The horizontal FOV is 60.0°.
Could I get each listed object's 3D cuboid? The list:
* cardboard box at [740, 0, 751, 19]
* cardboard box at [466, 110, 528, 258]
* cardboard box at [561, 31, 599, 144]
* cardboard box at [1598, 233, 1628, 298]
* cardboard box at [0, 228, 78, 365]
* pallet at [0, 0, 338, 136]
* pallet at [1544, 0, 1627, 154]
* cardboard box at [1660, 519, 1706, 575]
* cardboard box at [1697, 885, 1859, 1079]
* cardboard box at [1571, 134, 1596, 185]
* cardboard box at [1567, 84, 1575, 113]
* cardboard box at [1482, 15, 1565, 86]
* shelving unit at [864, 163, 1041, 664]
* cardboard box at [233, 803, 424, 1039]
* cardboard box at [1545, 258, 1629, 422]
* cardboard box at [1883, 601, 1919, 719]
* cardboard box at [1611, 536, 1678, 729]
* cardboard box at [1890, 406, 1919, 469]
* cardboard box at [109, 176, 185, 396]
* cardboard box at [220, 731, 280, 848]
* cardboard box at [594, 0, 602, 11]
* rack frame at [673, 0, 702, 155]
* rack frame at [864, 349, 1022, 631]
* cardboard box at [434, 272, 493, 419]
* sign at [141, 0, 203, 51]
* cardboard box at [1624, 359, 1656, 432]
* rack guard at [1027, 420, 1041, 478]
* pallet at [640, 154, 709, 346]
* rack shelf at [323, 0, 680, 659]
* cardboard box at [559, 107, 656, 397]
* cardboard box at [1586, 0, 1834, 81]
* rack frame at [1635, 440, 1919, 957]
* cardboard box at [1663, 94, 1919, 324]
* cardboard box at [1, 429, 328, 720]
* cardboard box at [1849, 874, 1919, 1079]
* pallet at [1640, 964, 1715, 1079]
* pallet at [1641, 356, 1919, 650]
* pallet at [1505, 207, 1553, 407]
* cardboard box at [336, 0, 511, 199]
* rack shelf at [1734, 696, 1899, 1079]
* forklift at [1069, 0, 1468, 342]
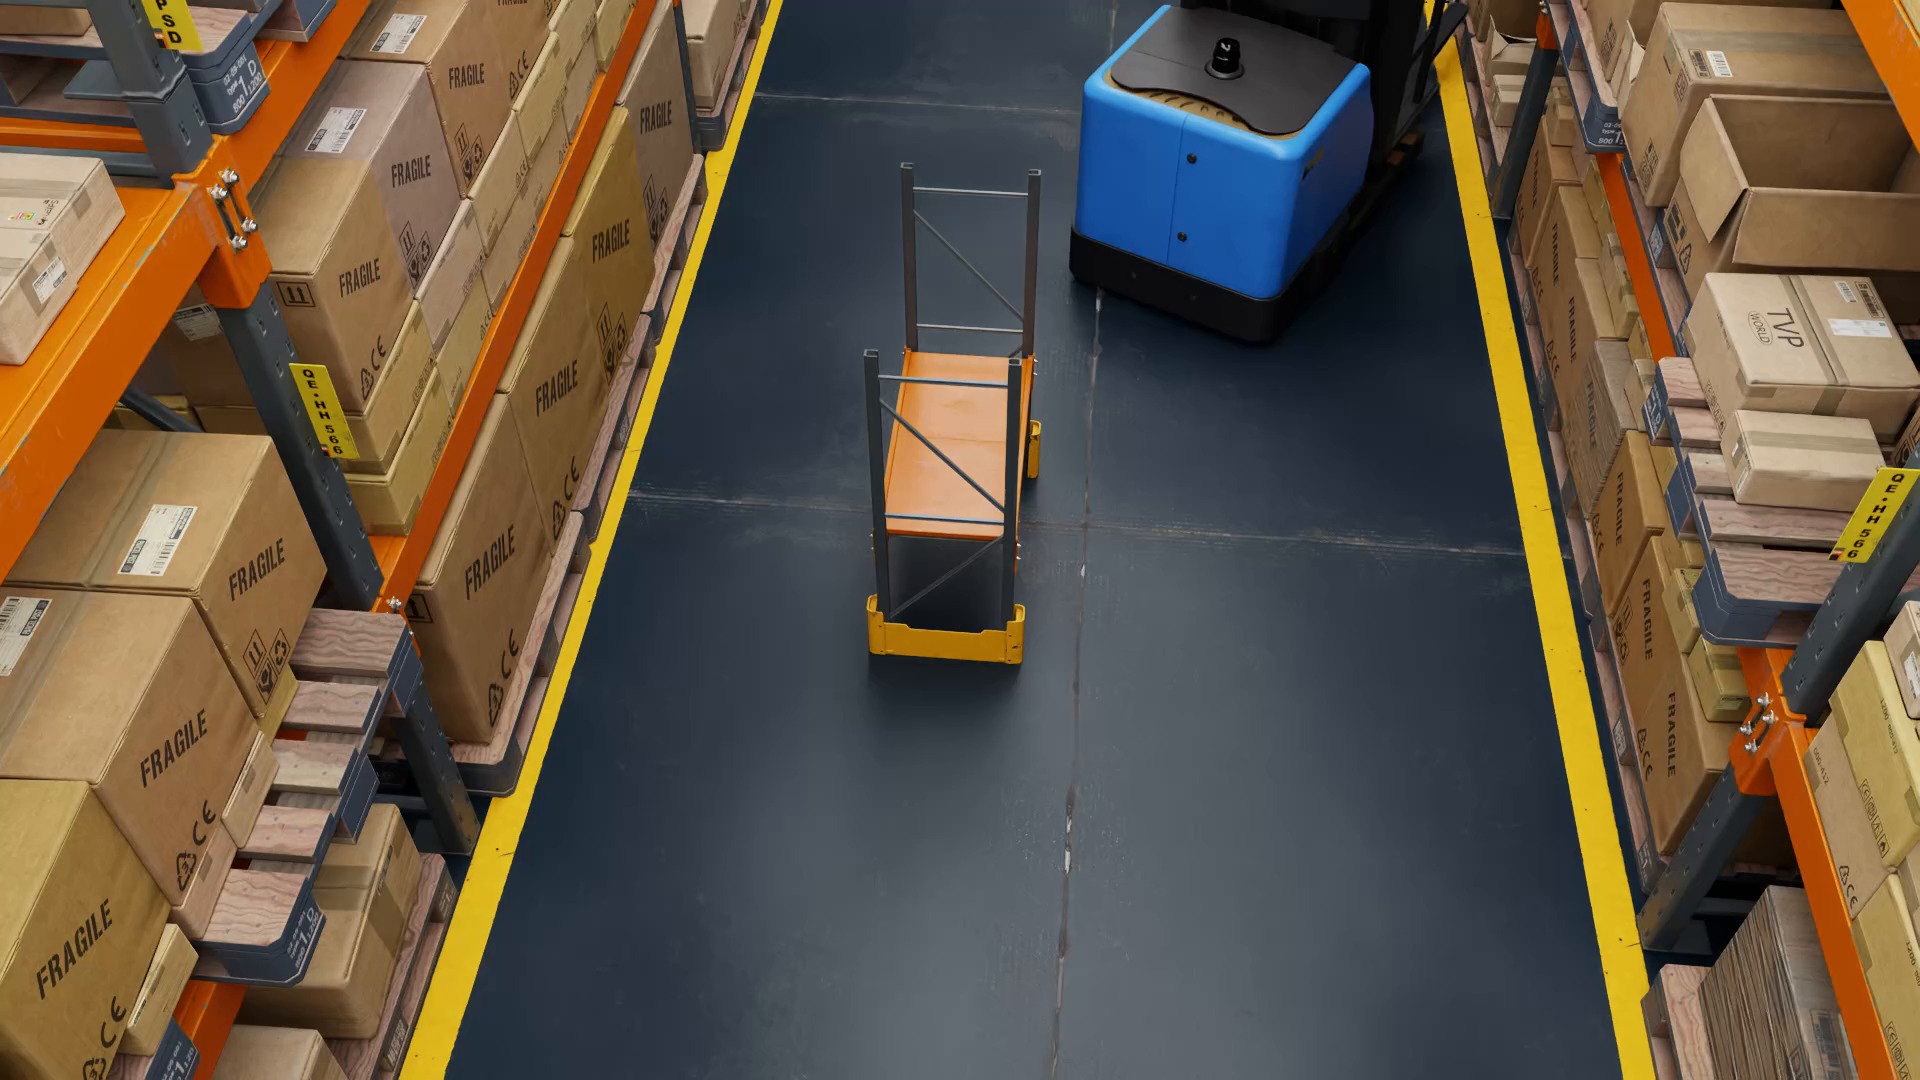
[{"bbox_3d":[-1.571,-3.323,9.208,0.875,0.438,0.875,3,48,2],"label":"cardboard box"},{"bbox_3d":[-1.783,-1.213,5.590,0.500,0.250,0.500,4,48,3],"label":"cardboard box"},{"bbox_3d":[-1.719,-1.793,6.459,0.500,0.250,0.500,3,48,2],"label":"cardboard box"},{"bbox_3d":[2.798,-1.092,6.686,0.380,0.149,0.250,4,48,3],"label":"cardboard box"},{"bbox_3d":[-2.015,-0.493,3.306,0.380,0.149,0.250,4,48,4],"label":"cardboard box"},{"bbox_3d":[-2.175,-1.420,4.111,1.213,0.211,1.003,6,48,5],"label":"pallet"},{"bbox_3d":[2.945,-1.958,6.638,1.003,0.211,1.213,4,48,4],"label":"pallet"},{"bbox_3d":[2.617,0.047,5.644,0.380,0.149,0.250,2,48,2],"label":"cardboard box"},{"bbox_3d":[2.692,1.454,4.712,0.875,0.625,0.625,5,48,5],"label":"cardboard box"},{"bbox_3d":[2.881,-1.665,7.210,0.380,0.149,0.250,3,48,2],"label":"cardboard box"},{"bbox_3d":[2.890,-1.970,7.287,0.380,0.149,0.250,3,48,3],"label":"cardboard box"},{"bbox_3d":[2.918,-2.513,8.584,0.396,0.266,0.258,5,48,5],"label":"cardboard box"},{"bbox_3d":[-0.007,-0.450,6.145,0.587,1.500,1.083,4,48,4],"label":"shelving unit"},{"bbox_3d":[-2.242,1.165,5.148,0.950,0.372,0.625,1,48,1],"label":"cardboard box"},{"bbox_3d":[2.770,-0.802,6.860,0.500,0.500,0.500,3,48,2],"label":"cardboard box"},{"bbox_3d":[2.440,0.298,3.937,0.380,0.149,0.250,5,48,5],"label":"cardboard box"},{"bbox_3d":[2.643,0.346,5.810,0.500,0.500,0.500,3,48,3],"label":"cardboard box"},{"bbox_3d":[2.965,-0.206,4.554,0.500,0.500,0.500,6,48,5],"label":"cardboard box"},{"bbox_3d":[-2.394,-0.763,4.670,0.500,0.500,0.500,3,48,2],"label":"cardboard box"},{"bbox_3d":[-1.907,0.595,4.058,0.380,0.149,0.250,4,48,3],"label":"cardboard box"},{"bbox_3d":[-1.653,-2.344,6.624,0.500,0.250,0.500,5,48,4],"label":"cardboard box"},{"bbox_3d":[-1.816,-2.934,7.400,1.000,3.000,0.127,4,48,4],"label":"rack frame"},{"bbox_3d":[-0.054,-0.070,5.798,0.500,1.500,0.032,4,48,4],"label":"rack frame"},{"bbox_3d":[-1.857,-0.665,5.427,0.500,0.250,0.500,3,48,2],"label":"cardboard box"},{"bbox_3d":[-1.641,-1.143,3.380,0.100,0.325,0.005,4,48,4],"label":"sign"},{"bbox_3d":[2.704,-0.533,6.174,0.380,0.149,0.250,2,48,2],"label":"cardboard box"},{"bbox_3d":[0.038,-0.394,6.941,0.587,0.250,0.087,4,48,4],"label":"rack guard"},{"bbox_3d":[-1.812,-1.420,7.906,1.003,0.211,1.213,4,48,4],"label":"pallet"},{"bbox_3d":[-1.999,-1.221,6.322,1.077,0.370,4.000,4,48,4],"label":"rack shelf"},{"bbox_3d":[-1.868,-1.233,7.000,0.875,0.875,0.875,5,48,5],"label":"cardboard box"},{"bbox_3d":[2.813,-2.057,6.246,0.700,0.500,0.500,4,48,4],"label":"cardboard box"},{"bbox_3d":[2.762,0.337,4.409,1.000,3.000,0.127,4,48,4],"label":"rack frame"},{"bbox_3d":[2.727,-1.052,5.325,0.797,0.503,0.637,3,48,3],"label":"cardboard box"},{"bbox_3d":[-1.946,0.083,4.088,0.500,0.500,0.500,3,48,2],"label":"cardboard box"},{"bbox_3d":[2.428,1.066,3.844,0.500,0.250,0.500,3,48,3],"label":"cardboard box"},{"bbox_3d":[2.649,1.880,4.887,1.003,0.211,1.213,4,48,4],"label":"pallet"},{"bbox_3d":[2.754,-0.101,4.940,1.213,0.211,1.003,4,48,4],"label":"pallet"},{"bbox_3d":[3.090,-1.061,7.578,1.003,0.211,1.213,4,48,4],"label":"pallet"},{"bbox_3d":[-1.794,-1.456,5.303,0.500,0.500,0.500,5,48,5],"label":"cardboard box"},{"bbox_3d":[2.580,2.049,3.330,1.077,0.370,4.000,4,48,4],"label":"rack shelf"},{"bbox_3d":[1.712,-2.952,7.464,1.130,2.935,3.031,24,52,21],"label":"forklift"}]
